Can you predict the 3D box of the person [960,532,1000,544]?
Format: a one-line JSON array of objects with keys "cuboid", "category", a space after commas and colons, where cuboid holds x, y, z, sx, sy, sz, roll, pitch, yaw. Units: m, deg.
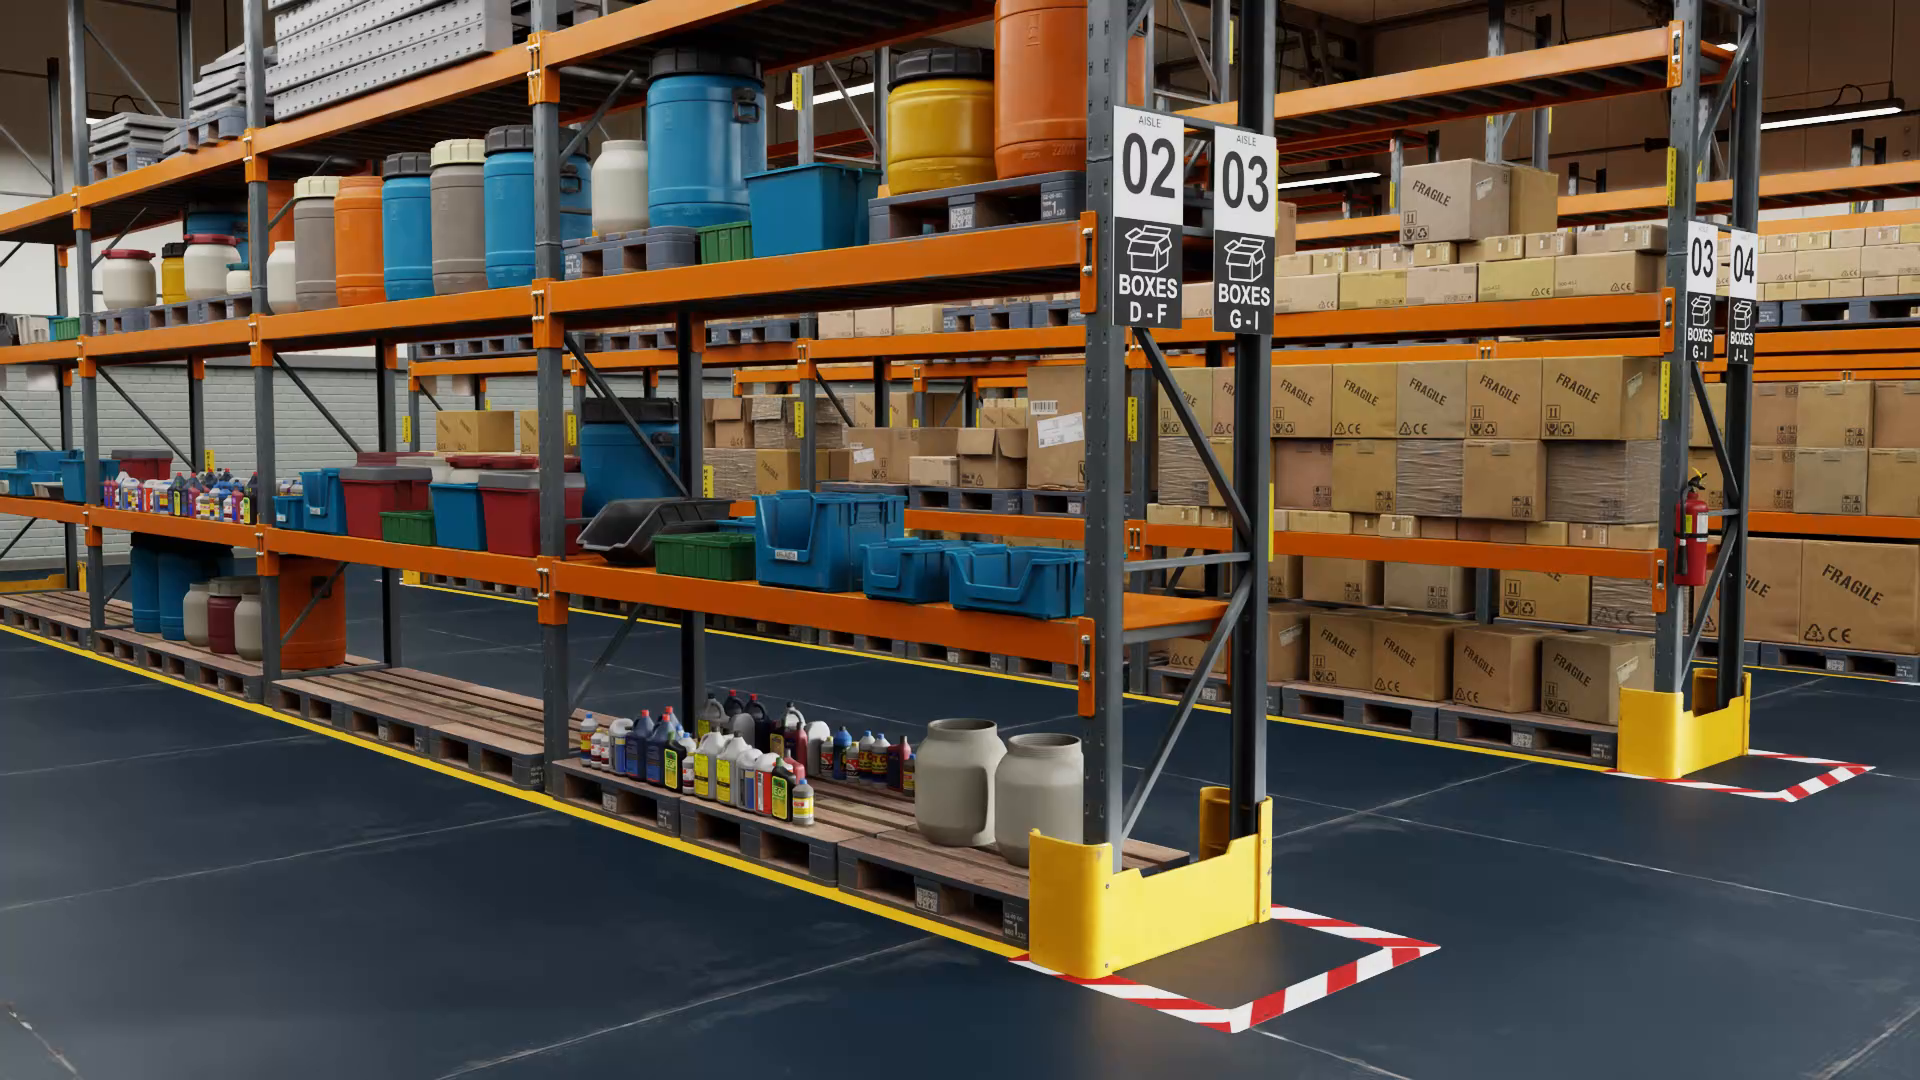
[{"cuboid": [0.144, -0.011, 17.481, 0.479, 1.655, 0.682, 2, 4, 23], "category": "person"}]
